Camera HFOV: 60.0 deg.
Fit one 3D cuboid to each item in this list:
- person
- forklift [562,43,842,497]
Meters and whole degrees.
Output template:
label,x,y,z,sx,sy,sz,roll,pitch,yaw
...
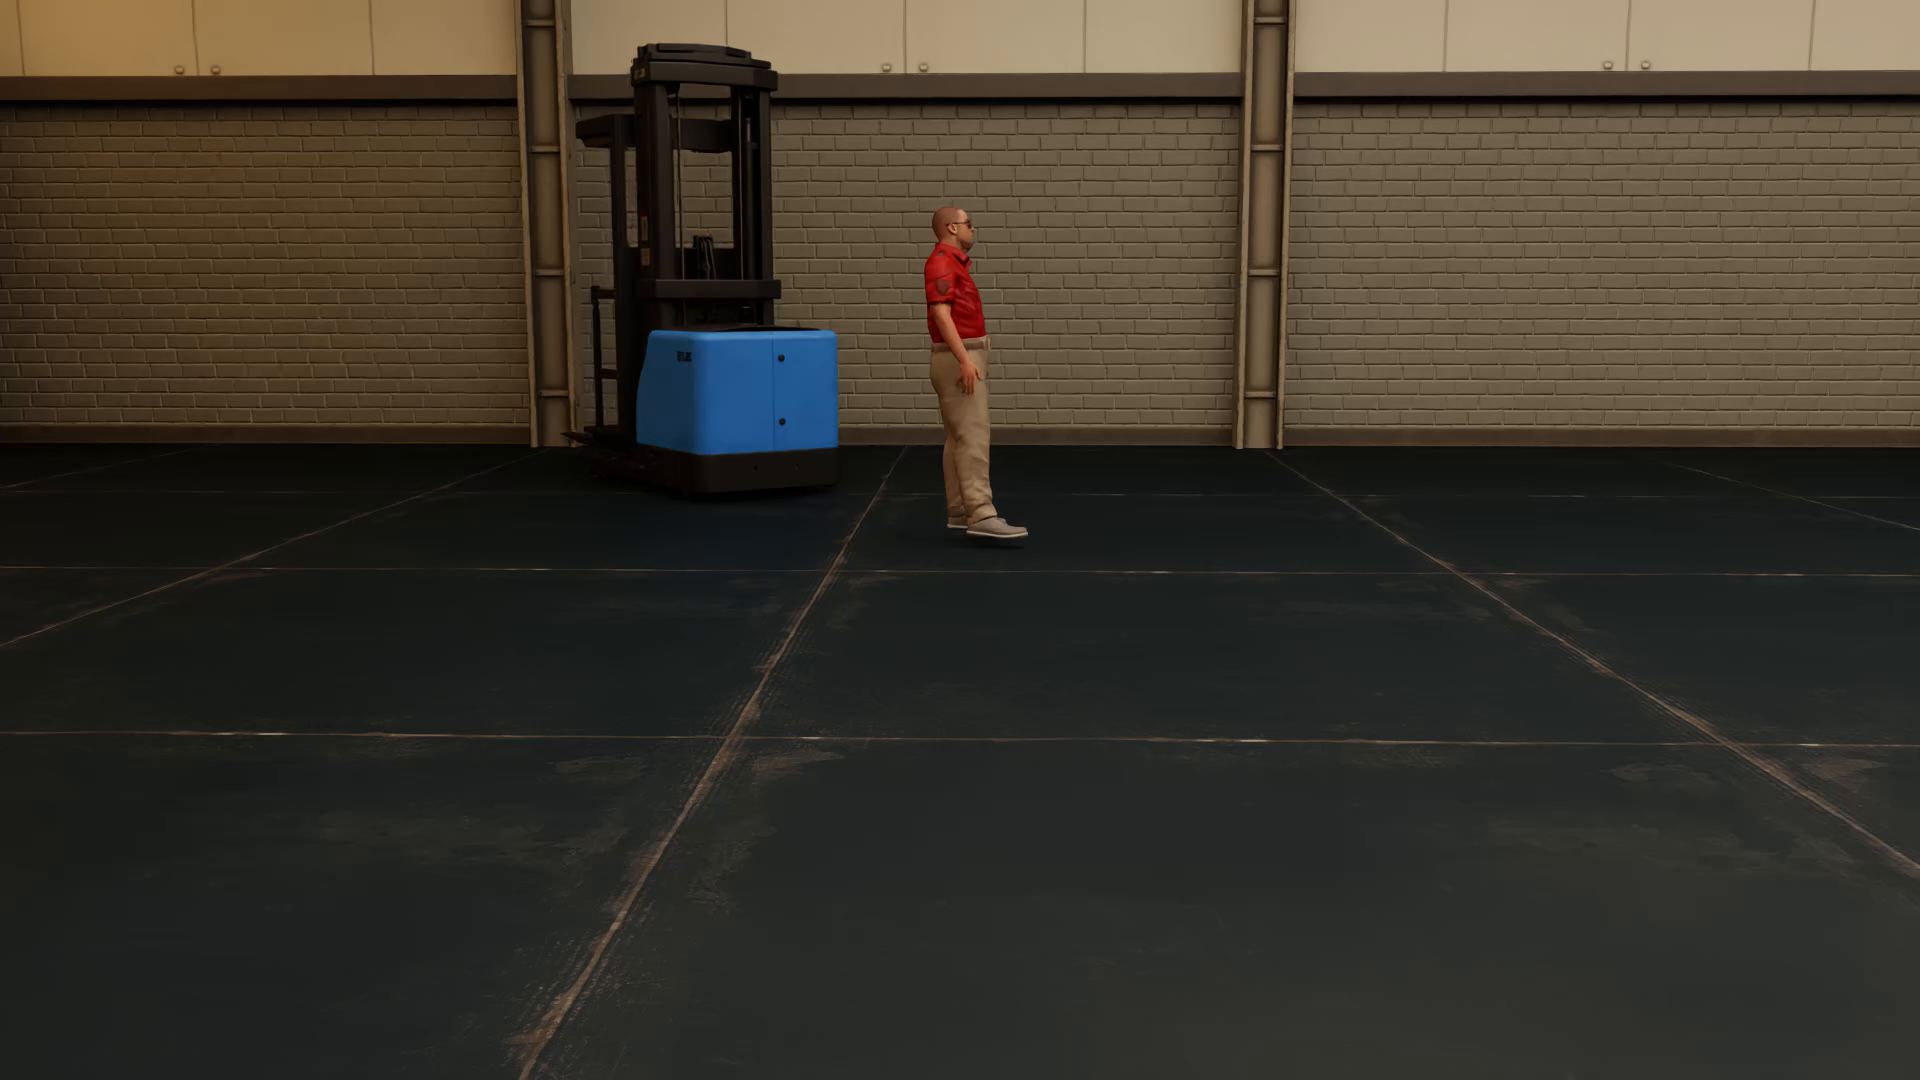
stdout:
label,x,y,z,sx,sy,sz,roll,pitch,yaw
person,0.090,-0.901,8.850,0.550,1.727,0.641,0,9,1
forklift,-2.009,-1.901,11.744,1.130,2.935,3.031,-6,10,-33
